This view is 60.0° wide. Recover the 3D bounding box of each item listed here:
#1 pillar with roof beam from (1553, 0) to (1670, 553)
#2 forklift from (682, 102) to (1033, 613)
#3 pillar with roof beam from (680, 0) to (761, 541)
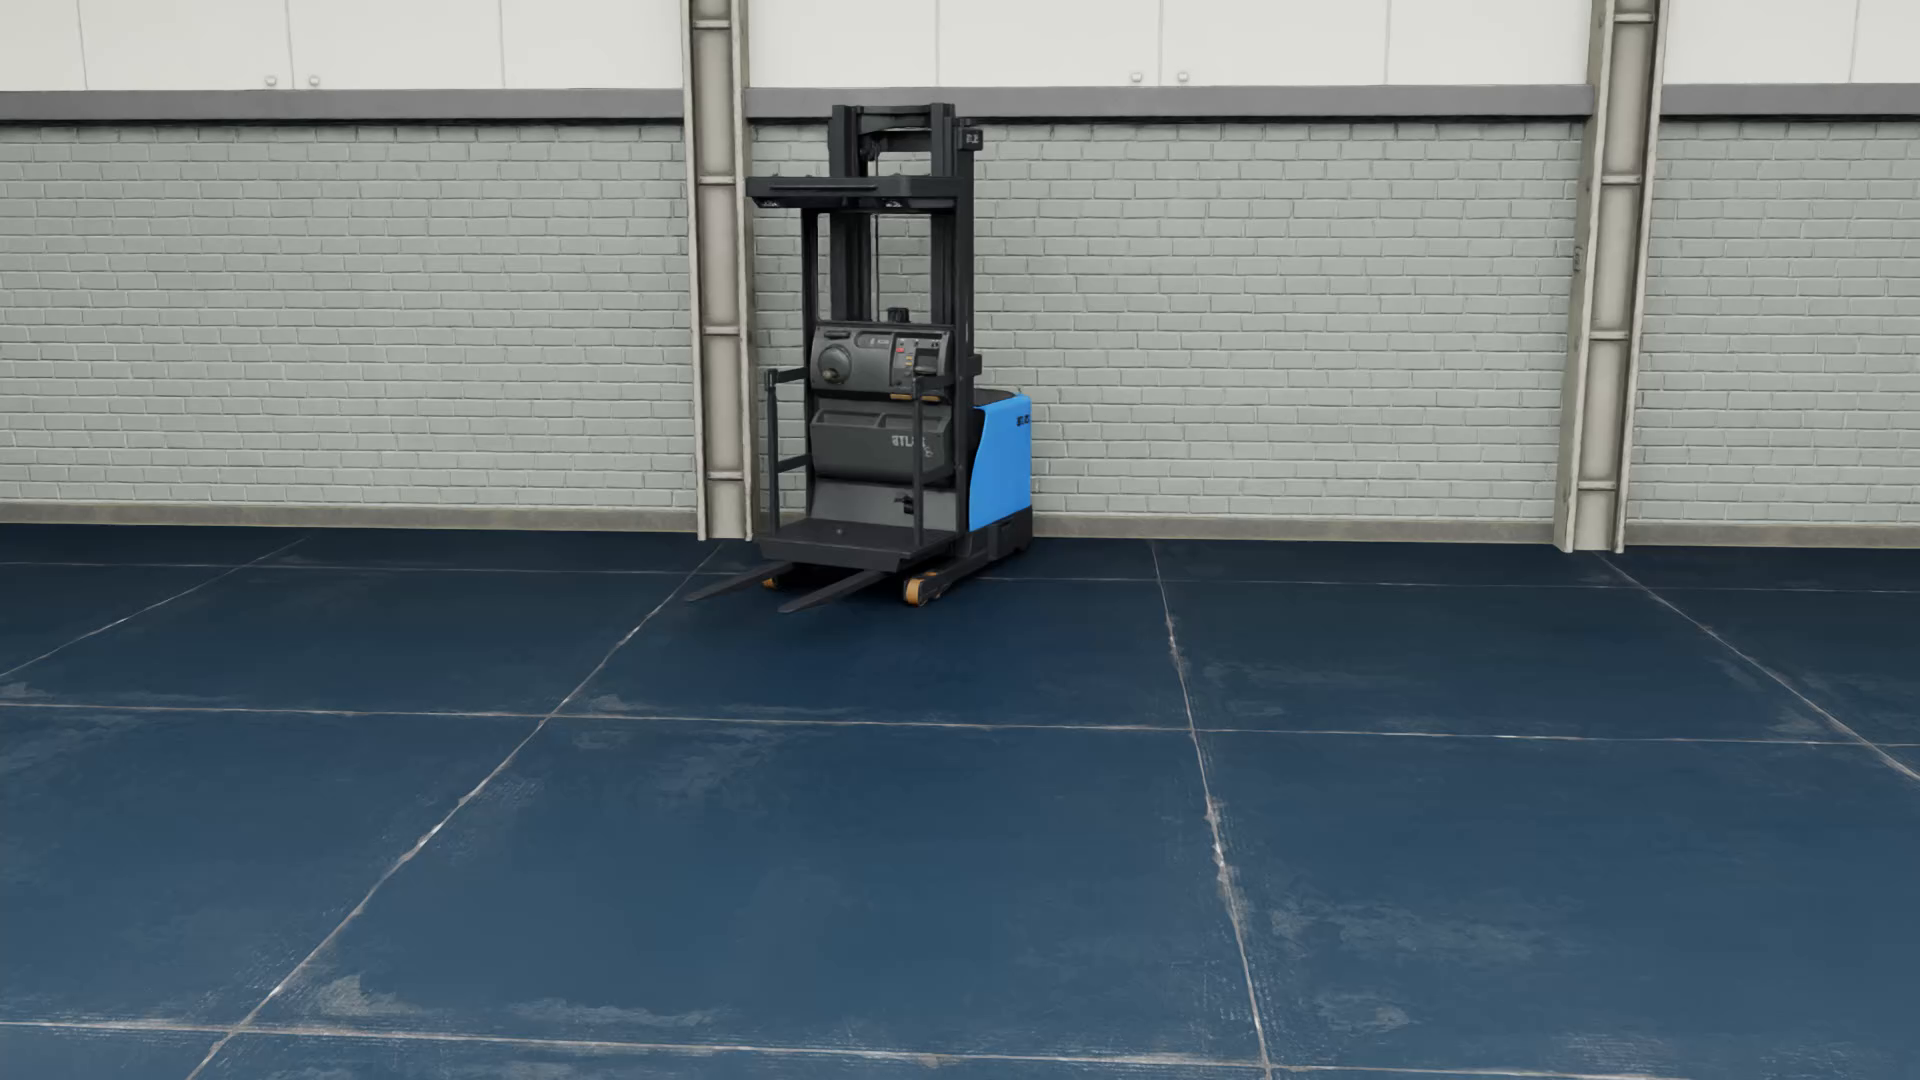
[{"bbox_3d":[4.052,-3.470,6.378,0.400,9.000,9.100,1,12,4],"label":"pillar with roof beam"},{"bbox_3d":[-0.584,-1.142,10.070,1.130,2.935,3.031,5,13,24],"label":"forklift"},{"bbox_3d":[-1.935,-3.552,6.771,0.400,9.000,9.100,1,12,4],"label":"pillar with roof beam"}]
